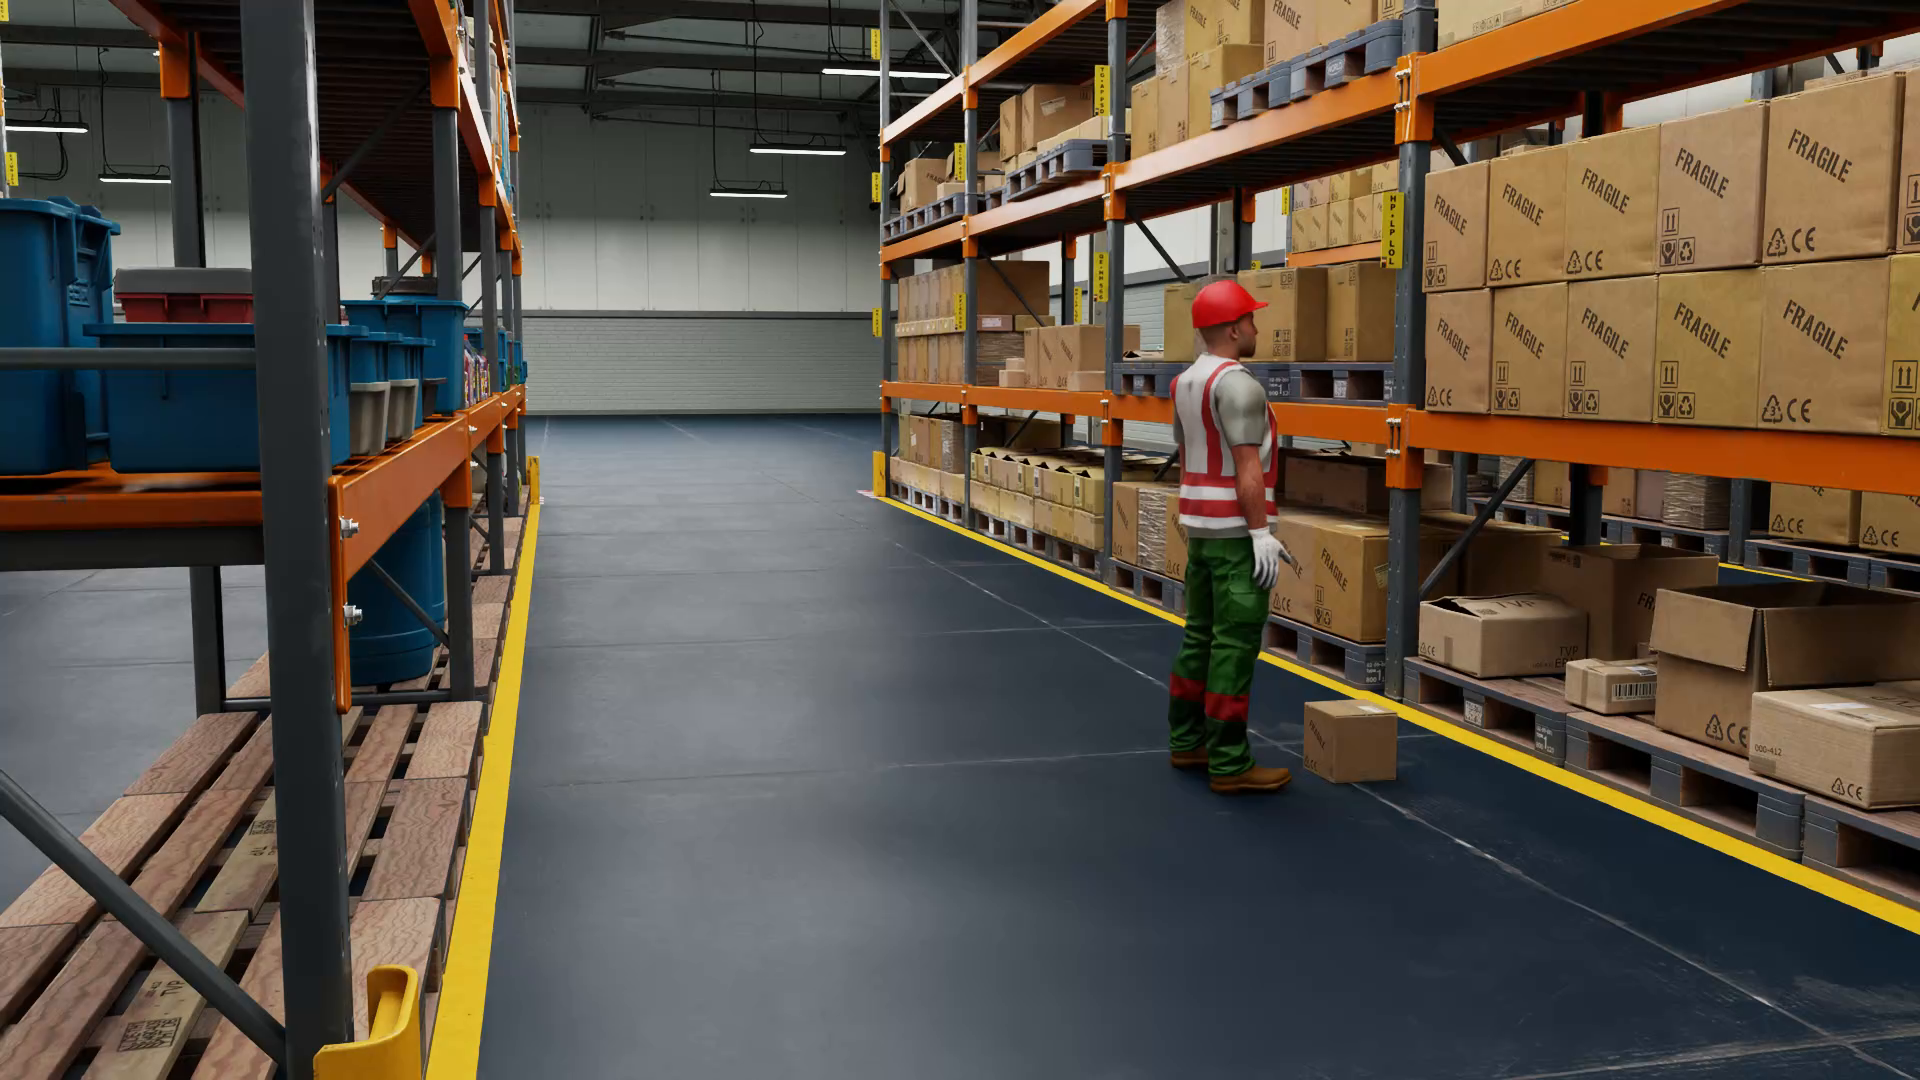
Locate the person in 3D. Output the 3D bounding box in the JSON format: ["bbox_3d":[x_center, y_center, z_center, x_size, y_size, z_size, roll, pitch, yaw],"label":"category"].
[{"bbox_3d":[0.965,-0.019,5.923,0.366,1.791,0.587,-1,6,-14],"label":"person"}]
